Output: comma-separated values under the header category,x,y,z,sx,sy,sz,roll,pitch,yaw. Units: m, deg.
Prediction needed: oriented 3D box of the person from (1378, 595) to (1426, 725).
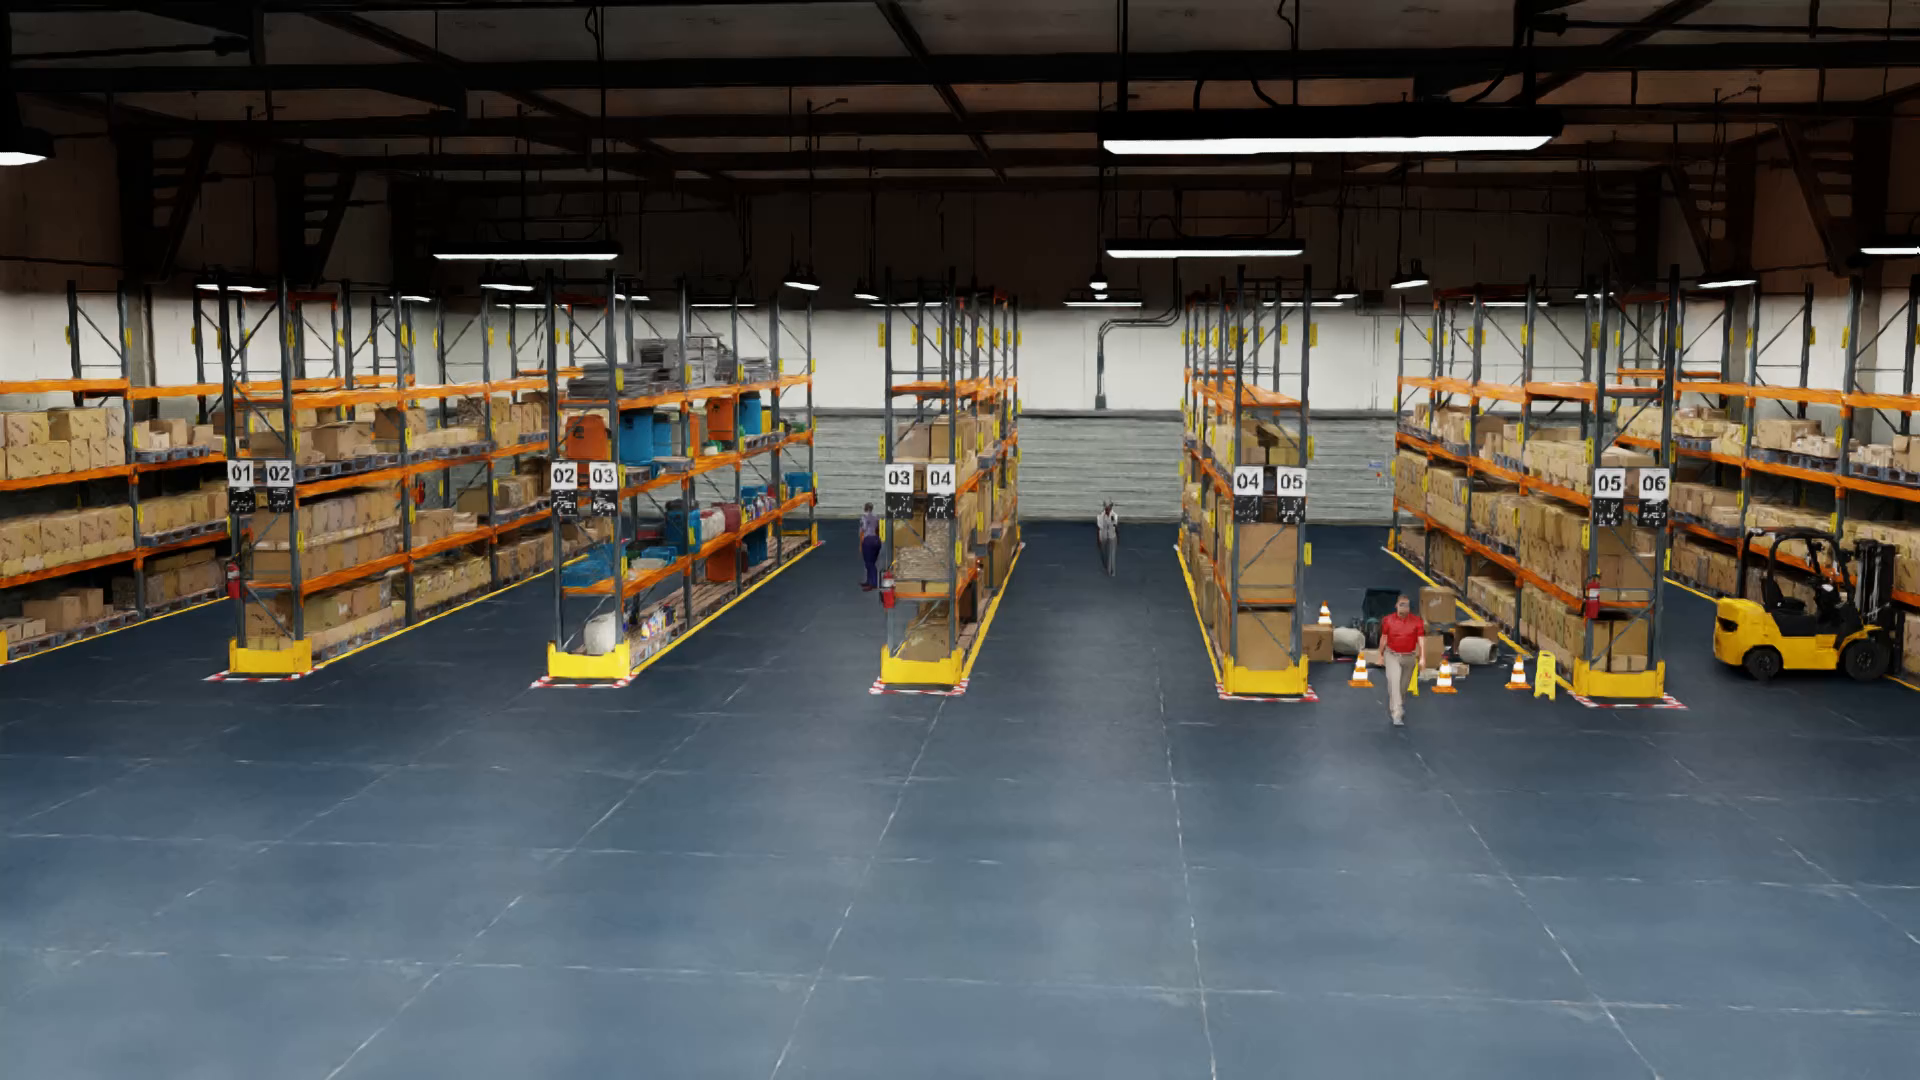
category,x,y,z,sx,sy,sz,roll,pitch,yaw
person,5.784,1.538,21.716,0.554,1.669,1.040,0,7,4

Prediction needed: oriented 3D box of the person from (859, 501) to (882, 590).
category,x,y,z,sx,sy,sz,roll,pitch,yaw
person,-1.728,0.088,31.392,0.573,1.640,0.612,4,8,30

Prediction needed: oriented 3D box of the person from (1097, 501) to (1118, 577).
category,x,y,z,sx,sy,sz,roll,pitch,yaw
person,3.109,-0.056,35.052,0.456,1.589,1.088,1,7,8

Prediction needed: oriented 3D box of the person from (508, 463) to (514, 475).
category,x,y,z,sx,sy,sz,roll,pitch,yaw
person,-11.865,-1.250,44.508,0.539,1.675,1.126,1,7,7
